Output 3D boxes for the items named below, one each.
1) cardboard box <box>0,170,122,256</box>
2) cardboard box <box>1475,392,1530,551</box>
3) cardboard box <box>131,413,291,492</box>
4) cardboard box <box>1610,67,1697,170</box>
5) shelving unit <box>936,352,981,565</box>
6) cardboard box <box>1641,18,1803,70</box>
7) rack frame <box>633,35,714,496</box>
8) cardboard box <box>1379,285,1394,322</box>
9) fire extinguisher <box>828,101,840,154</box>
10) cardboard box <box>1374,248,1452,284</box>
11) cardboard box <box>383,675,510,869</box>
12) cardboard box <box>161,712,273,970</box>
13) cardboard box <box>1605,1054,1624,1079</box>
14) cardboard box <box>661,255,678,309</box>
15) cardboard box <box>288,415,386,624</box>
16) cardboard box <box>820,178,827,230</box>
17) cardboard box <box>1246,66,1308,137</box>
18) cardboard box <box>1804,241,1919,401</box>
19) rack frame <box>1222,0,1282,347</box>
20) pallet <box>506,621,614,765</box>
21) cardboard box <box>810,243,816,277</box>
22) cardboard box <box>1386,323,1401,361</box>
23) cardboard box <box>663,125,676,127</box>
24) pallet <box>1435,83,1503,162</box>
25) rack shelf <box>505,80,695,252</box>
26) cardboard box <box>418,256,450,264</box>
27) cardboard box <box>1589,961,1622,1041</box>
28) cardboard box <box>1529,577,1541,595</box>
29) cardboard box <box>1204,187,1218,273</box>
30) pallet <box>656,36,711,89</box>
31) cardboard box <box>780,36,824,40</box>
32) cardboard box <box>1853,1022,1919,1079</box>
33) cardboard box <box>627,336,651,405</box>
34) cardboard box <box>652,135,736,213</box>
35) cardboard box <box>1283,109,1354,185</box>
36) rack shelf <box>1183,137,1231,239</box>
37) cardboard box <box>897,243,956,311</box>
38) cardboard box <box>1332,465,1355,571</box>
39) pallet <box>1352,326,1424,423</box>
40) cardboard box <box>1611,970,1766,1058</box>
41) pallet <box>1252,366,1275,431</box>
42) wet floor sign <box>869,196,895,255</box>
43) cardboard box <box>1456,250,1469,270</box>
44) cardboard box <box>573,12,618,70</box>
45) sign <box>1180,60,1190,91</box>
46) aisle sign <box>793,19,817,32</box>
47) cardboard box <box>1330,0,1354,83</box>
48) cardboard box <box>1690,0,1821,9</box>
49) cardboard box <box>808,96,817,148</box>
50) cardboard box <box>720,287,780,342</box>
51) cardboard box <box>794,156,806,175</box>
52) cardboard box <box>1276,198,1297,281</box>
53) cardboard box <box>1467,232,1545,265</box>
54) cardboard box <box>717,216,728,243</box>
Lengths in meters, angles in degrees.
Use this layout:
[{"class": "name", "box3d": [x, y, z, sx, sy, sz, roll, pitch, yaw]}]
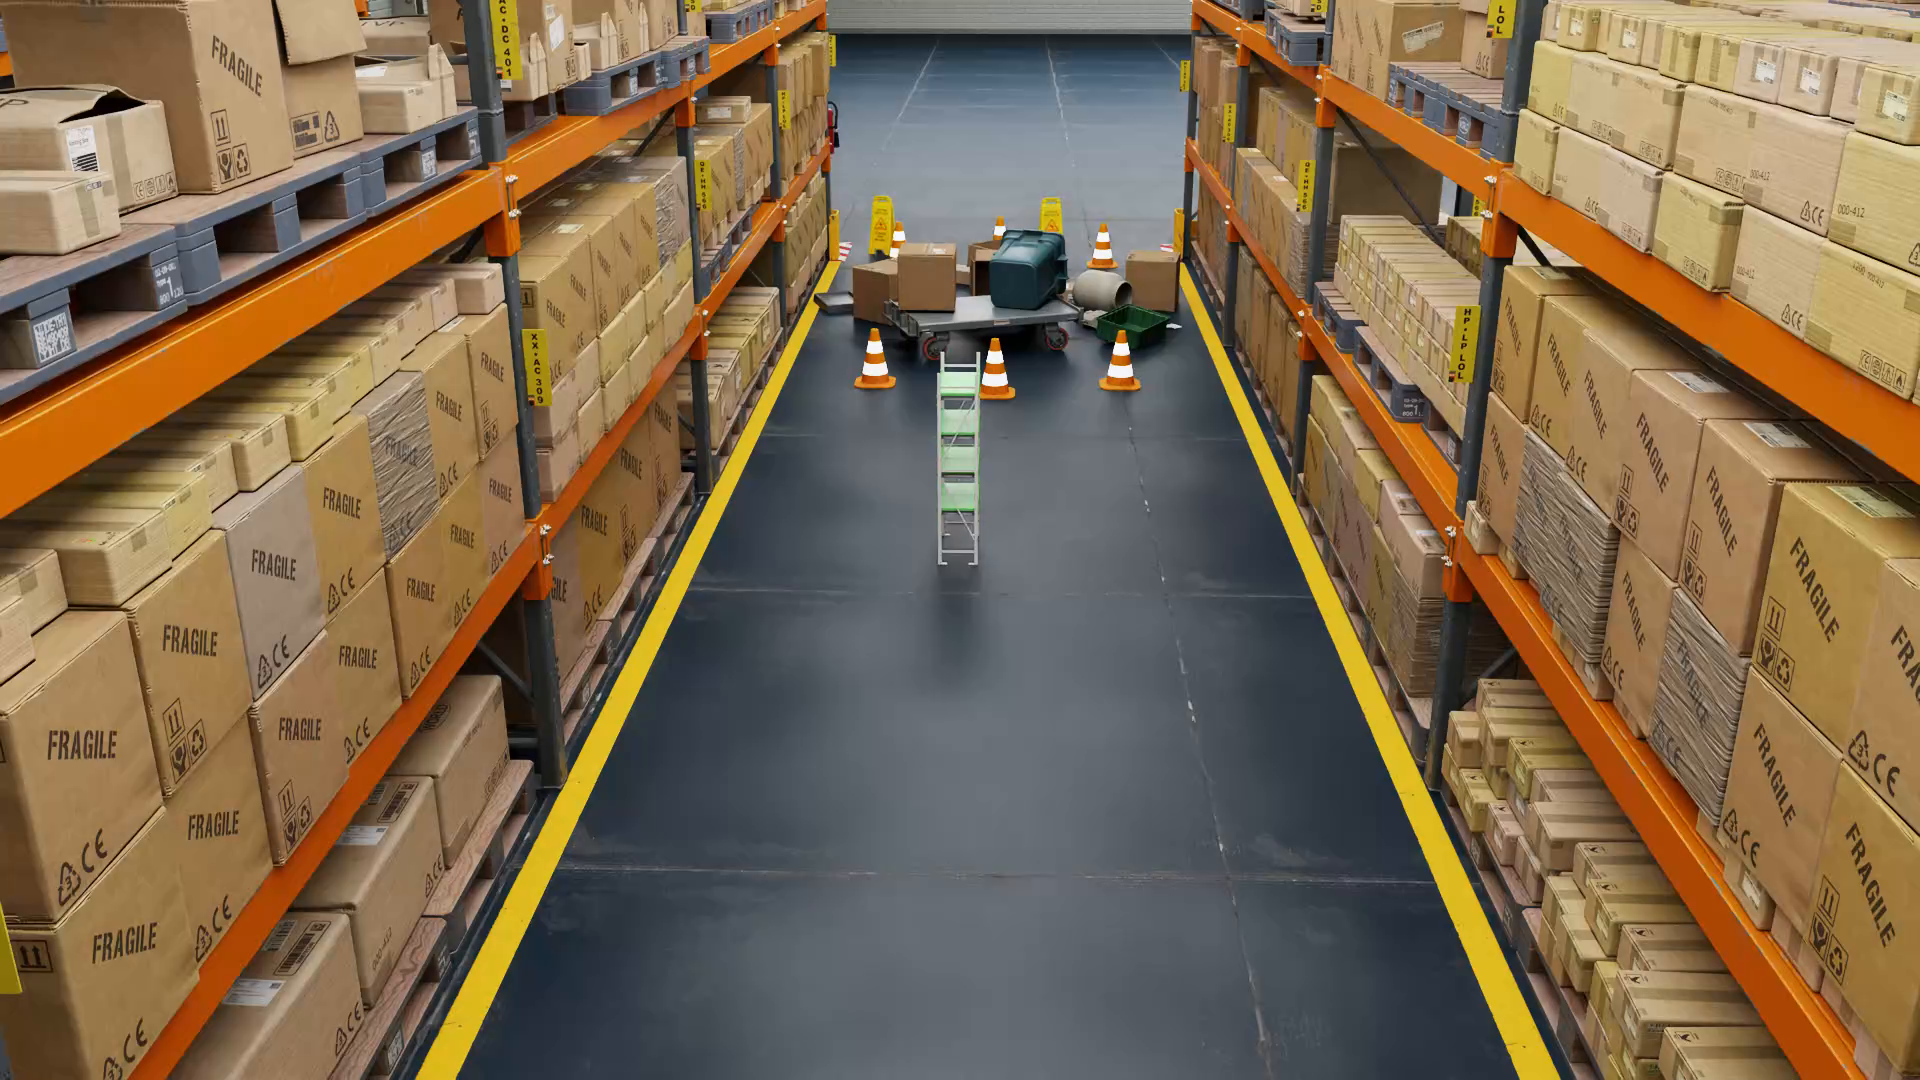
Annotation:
[{"class": "cardboard box", "box3d": [-2.173, -0.750, 3.796, 0.380, 0.149, 0.250, 1, 21, 4]}, {"class": "cardboard box", "box3d": [2.370, -0.273, 6.535, 0.500, 0.500, 0.500, 0, 21, 1]}, {"class": "cardboard box", "box3d": [-2.094, -0.245, 4.595, 0.380, 0.149, 0.250, 1, 21, 2]}, {"class": "cardboard box", "box3d": [2.333, -1.292, 5.081, 0.500, 0.250, 0.500, 1, 21, 3]}, {"class": "shelving unit", "box3d": [-0.005, -0.500, 10.158, 0.258, 1.200, 0.503, 1, 21, 2]}, {"class": "cardboard box", "box3d": [2.352, -1.532, 5.149, 0.380, 0.149, 0.250, 0, 21, 0]}, {"class": "rack frame", "box3d": [-2.192, -1.728, 10.835, 1.000, 3.000, 0.127, 1, 21, 2]}, {"class": "cardboard box", "box3d": [2.505, -1.289, 9.060, 0.380, 0.149, 0.250, 0, 21, 1]}, {"class": "fire extinguisher", "box3d": [-1.485, -4.621, 18.397, 0.296, 0.674, 0.183, 1, 21, 2]}, {"class": "cardboard box", "box3d": [2.518, -1.521, 9.248, 0.380, 0.149, 0.250, 2, 21, 4]}, {"class": "cardboard box", "box3d": [-2.440, 0.943, 6.913, 0.875, 0.438, 0.875, 0, 21, 1]}, {"class": "cardboard box", "box3d": [-2.146, 0.765, 4.273, 0.500, 0.500, 0.500, 0, 21, 1]}, {"class": "cardboard box", "box3d": [2.263, 1.752, 5.226, 0.380, 0.149, 0.250, 0, 21, -1]}, {"class": "cardboard box", "box3d": [-1.965, -1.528, 9.835, 0.500, 0.250, 0.500, 0, 21, 0]}, {"class": "cardboard box", "box3d": [-2.105, -0.072, 5.047, 0.500, 0.500, 0.500, 1, 21, 2]}, {"class": "cardboard box", "box3d": [-1.713, -3.591, 17.822, 0.500, 0.500, 0.500, 1, 21, 2]}, {"class": "cardboard box", "box3d": [2.926, -3.862, 14.637, 0.875, 0.550, 0.550, 1, 21, 2]}, {"class": "cardboard box", "box3d": [2.273, -0.498, 3.726, 0.500, 0.250, 0.500, 1, 21, 2]}, {"class": "rack frame", "box3d": [2.880, -3.156, 14.516, 1.000, 3.000, 0.127, 1, 21, 2]}, {"class": "pallet", "box3d": [-2.366, 0.739, 8.333, 1.003, 0.211, 1.213, 1, 21, 2]}, {"class": "cardboard box", "box3d": [-1.739, -2.862, 16.980, 0.500, 0.250, 0.500, 0, 21, 0]}, {"class": "cardboard box", "box3d": [2.496, -1.055, 8.869, 0.380, 0.149, 0.250, 0, 21, 0]}, {"class": "cardboard box", "box3d": [-2.415, -3.029, 13.059, 0.500, 0.500, 0.500, 1, 21, 1]}, {"class": "pallet", "box3d": [2.762, -1.796, 7.125, 1.213, 0.211, 1.003, 1, 21, 2]}, {"class": "rack shelf", "box3d": [-2.253, -2.068, 8.559, 1.077, 0.370, 4.000, 1, 21, 2]}, {"class": "cardboard box", "box3d": [-2.551, -0.959, 7.332, 0.500, 0.500, 0.500, 1, 21, 3]}, {"class": "cardboard box", "box3d": [2.289, 1.516, 5.425, 0.380, 0.149, 0.250, 2, 21, 4]}, {"class": "cardboard box", "box3d": [2.412, 0.144, 6.359, 0.380, 0.149, 0.250, 0, 21, -1]}, {"class": "cardboard box", "box3d": [3.023, -3.243, 17.098, 0.875, 0.875, 0.875, 0, 21, 1]}, {"class": "pallet", "box3d": [-2.159, -2.805, 9.725, 1.213, 0.211, 1.003, 2, 21, 4]}, {"class": "cardboard box", "box3d": [-1.769, -4.902, 17.083, 0.700, 0.500, 0.500, 1, 21, 2]}, {"class": "cardboard box", "box3d": [2.243, 1.179, 3.691, 0.380, 0.149, 0.250, 1, 21, 2]}, {"class": "cardboard box", "box3d": [-1.967, -0.921, 8.962, 0.500, 0.250, 0.500, 0, 21, 1]}, {"class": "cardboard box", "box3d": [-1.929, -2.650, 12.081, 0.500, 0.500, 0.500, 1, 21, 3]}, {"class": "cardboard box", "box3d": [2.825, -2.938, 12.434, 0.700, 0.500, 0.500, 0, 21, 1]}, {"class": "rack shelf", "box3d": [2.941, -3.544, 16.510, 1.077, 0.370, 4.000, 1, 21, 2]}, {"class": "cardboard box", "box3d": [-0.290, -2.353, 14.855, 0.500, 0.500, 0.500, 1, 21, 2]}, {"class": "cardboard box", "box3d": [2.459, -0.120, 9.566, 0.500, 0.500, 0.500, 0, 21, 0]}, {"class": "pallet", "box3d": [2.739, -0.904, 8.978, 1.003, 0.211, 1.213, 1, 21, 2]}, {"class": "cardboard box", "box3d": [2.248, 1.469, 5.136, 0.380, 0.149, 0.250, 1, 21, 4]}, {"class": "pallet", "box3d": [2.898, -1.134, 13.160, 1.003, 0.211, 1.213, 1, 21, 2]}, {"class": "wet floor sign", "box3d": [-0.874, -3.580, 18.862, 0.267, 0.644, 0.232, 8, 23, 20]}, {"class": "cardboard box", "box3d": [3.192, -1.647, 9.982, 0.380, 0.149, 0.250, 1, 21, 4]}, {"class": "cardboard box", "box3d": [-1.908, -2.470, 8.206, 0.396, 0.266, 0.258, 2, 21, 6]}, {"class": "sign", "box3d": [2.447, -5.051, 18.094, 0.100, 0.325, 0.005, 1, 21, 2]}, {"class": "aisle sign", "box3d": [-1.657, -5.851, 17.869, 0.394, 0.787, 0.004, 1, 21, 2]}, {"class": "cardboard box", "box3d": [2.475, -2.951, 9.704, 0.500, 0.500, 0.500, 1, 21, 2]}, {"class": "cardboard box", "box3d": [2.901, -1.895, 6.084, 0.380, 0.149, 0.250, 0, 21, -1]}, {"class": "cardboard box", "box3d": [-1.729, -4.244, 16.772, 0.500, 0.500, 0.500, 1, 21, 1]}, {"class": "cardboard box", "box3d": [-2.084, -1.955, 14.473, 0.950, 0.372, 0.625, 1, 21, 2]}, {"class": "cardboard box", "box3d": [-1.692, -3.630, 16.084, 0.380, 0.149, 0.250, 1, 21, 2]}, {"class": "cardboard box", "box3d": [2.520, -2.103, 11.663, 0.500, 0.500, 0.500, 1, 21, 2]}, {"class": "cardboard box", "box3d": [3.184, -1.698, 9.703, 0.380, 0.149, 0.250, 1, 21, 3]}, {"class": "cardboard box", "box3d": [-1.871, -2.221, 11.874, 0.380, 0.149, 0.250, 1, 21, 2]}]
